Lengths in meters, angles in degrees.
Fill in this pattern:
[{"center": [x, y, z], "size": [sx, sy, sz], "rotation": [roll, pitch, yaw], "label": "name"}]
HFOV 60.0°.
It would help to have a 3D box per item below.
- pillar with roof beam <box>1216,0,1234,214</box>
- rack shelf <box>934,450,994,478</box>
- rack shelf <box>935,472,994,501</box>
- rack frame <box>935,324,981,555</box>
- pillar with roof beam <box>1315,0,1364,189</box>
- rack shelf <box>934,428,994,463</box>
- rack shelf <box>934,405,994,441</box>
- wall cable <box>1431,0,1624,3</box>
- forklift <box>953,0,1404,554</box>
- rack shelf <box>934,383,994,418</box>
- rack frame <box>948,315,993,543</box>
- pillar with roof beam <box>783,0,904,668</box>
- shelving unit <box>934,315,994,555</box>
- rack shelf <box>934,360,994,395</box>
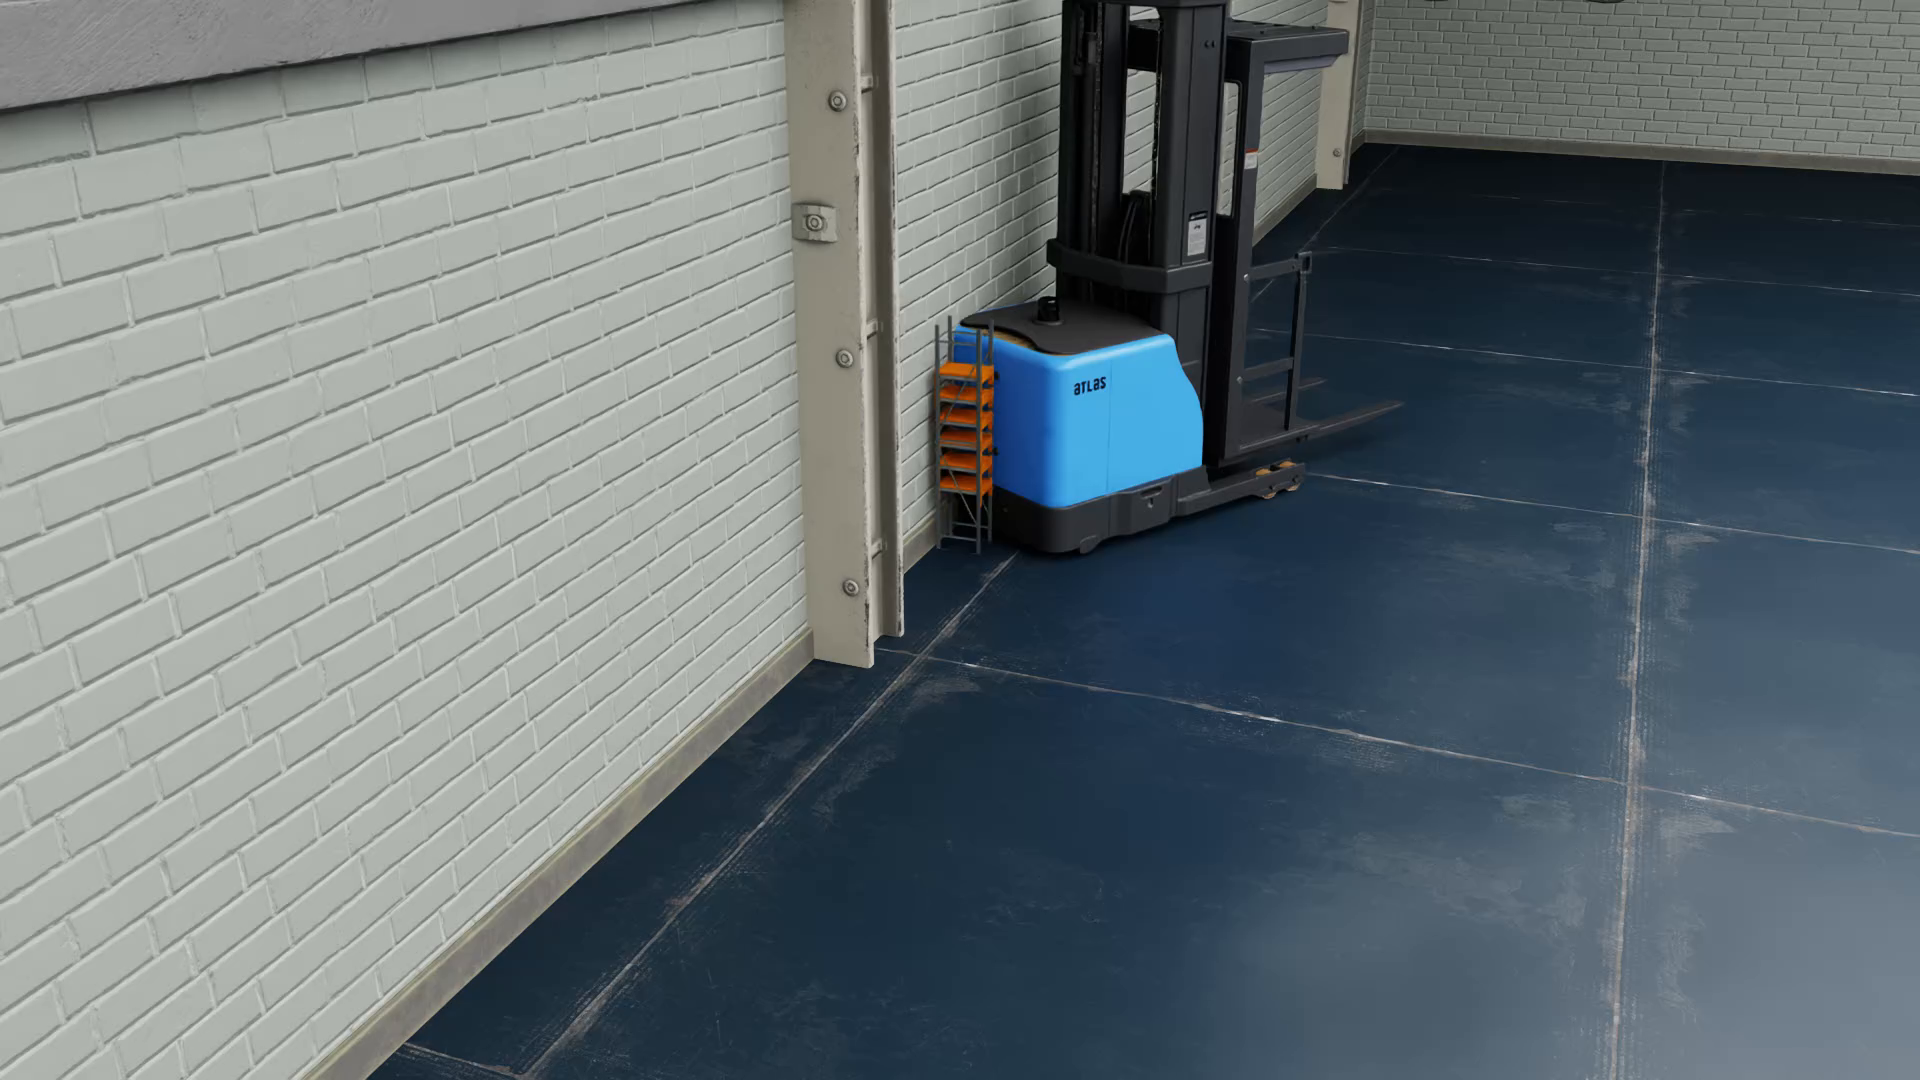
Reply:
[{"center": [5.753, -5.206, 9.537], "size": [9.100, 9.000, 0.400], "rotation": [9, 24, 20], "label": "pillar with roof beam"}, {"center": [0.022, -0.371, 8.509], "size": [0.258, 0.103, 0.180], "rotation": [8, 24, 18], "label": "rack shelf"}, {"center": [0.022, -0.261, 8.555], "size": [0.258, 0.103, 0.180], "rotation": [8, 24, 18], "label": "rack shelf"}, {"center": [-0.009, -0.490, 8.366], "size": [0.240, 1.200, 0.006], "rotation": [8, 24, 18], "label": "rack frame"}, {"center": [7.981, -7.353, 14.677], "size": [9.100, 9.000, 0.400], "rotation": [9, 24, 20], "label": "pillar with roof beam"}, {"center": [0.022, -0.482, 8.463], "size": [0.258, 0.103, 0.180], "rotation": [8, 24, 18], "label": "rack shelf"}, {"center": [0.021, -0.593, 8.416], "size": [0.258, 0.103, 0.180], "rotation": [8, 24, 18], "label": "rack shelf"}, {"center": [6.306, -7.401, 18.822], "size": [3.097, 2.526, 0.112], "rotation": [9, 24, 20], "label": "wall cable"}, {"center": [1.329, -1.724, 9.076], "size": [3.031, 2.935, 1.130], "rotation": [-17, 28, -35], "label": "forklift"}, {"center": [0.021, -0.704, 8.370], "size": [0.258, 0.103, 0.180], "rotation": [8, 24, 18], "label": "rack shelf"}, {"center": [0.052, -0.556, 8.525], "size": [0.240, 1.200, 0.006], "rotation": [8, 24, 18], "label": "rack frame"}, {"center": [3.524, -3.058, 4.397], "size": [9.100, 9.000, 0.400], "rotation": [9, 24, 20], "label": "pillar with roof beam"}, {"center": [0.022, -0.523, 8.446], "size": [0.258, 1.200, 0.189], "rotation": [8, 24, 18], "label": "shelving unit"}, {"center": [0.021, -0.814, 8.324], "size": [0.258, 0.103, 0.180], "rotation": [8, 24, 18], "label": "rack shelf"}]
